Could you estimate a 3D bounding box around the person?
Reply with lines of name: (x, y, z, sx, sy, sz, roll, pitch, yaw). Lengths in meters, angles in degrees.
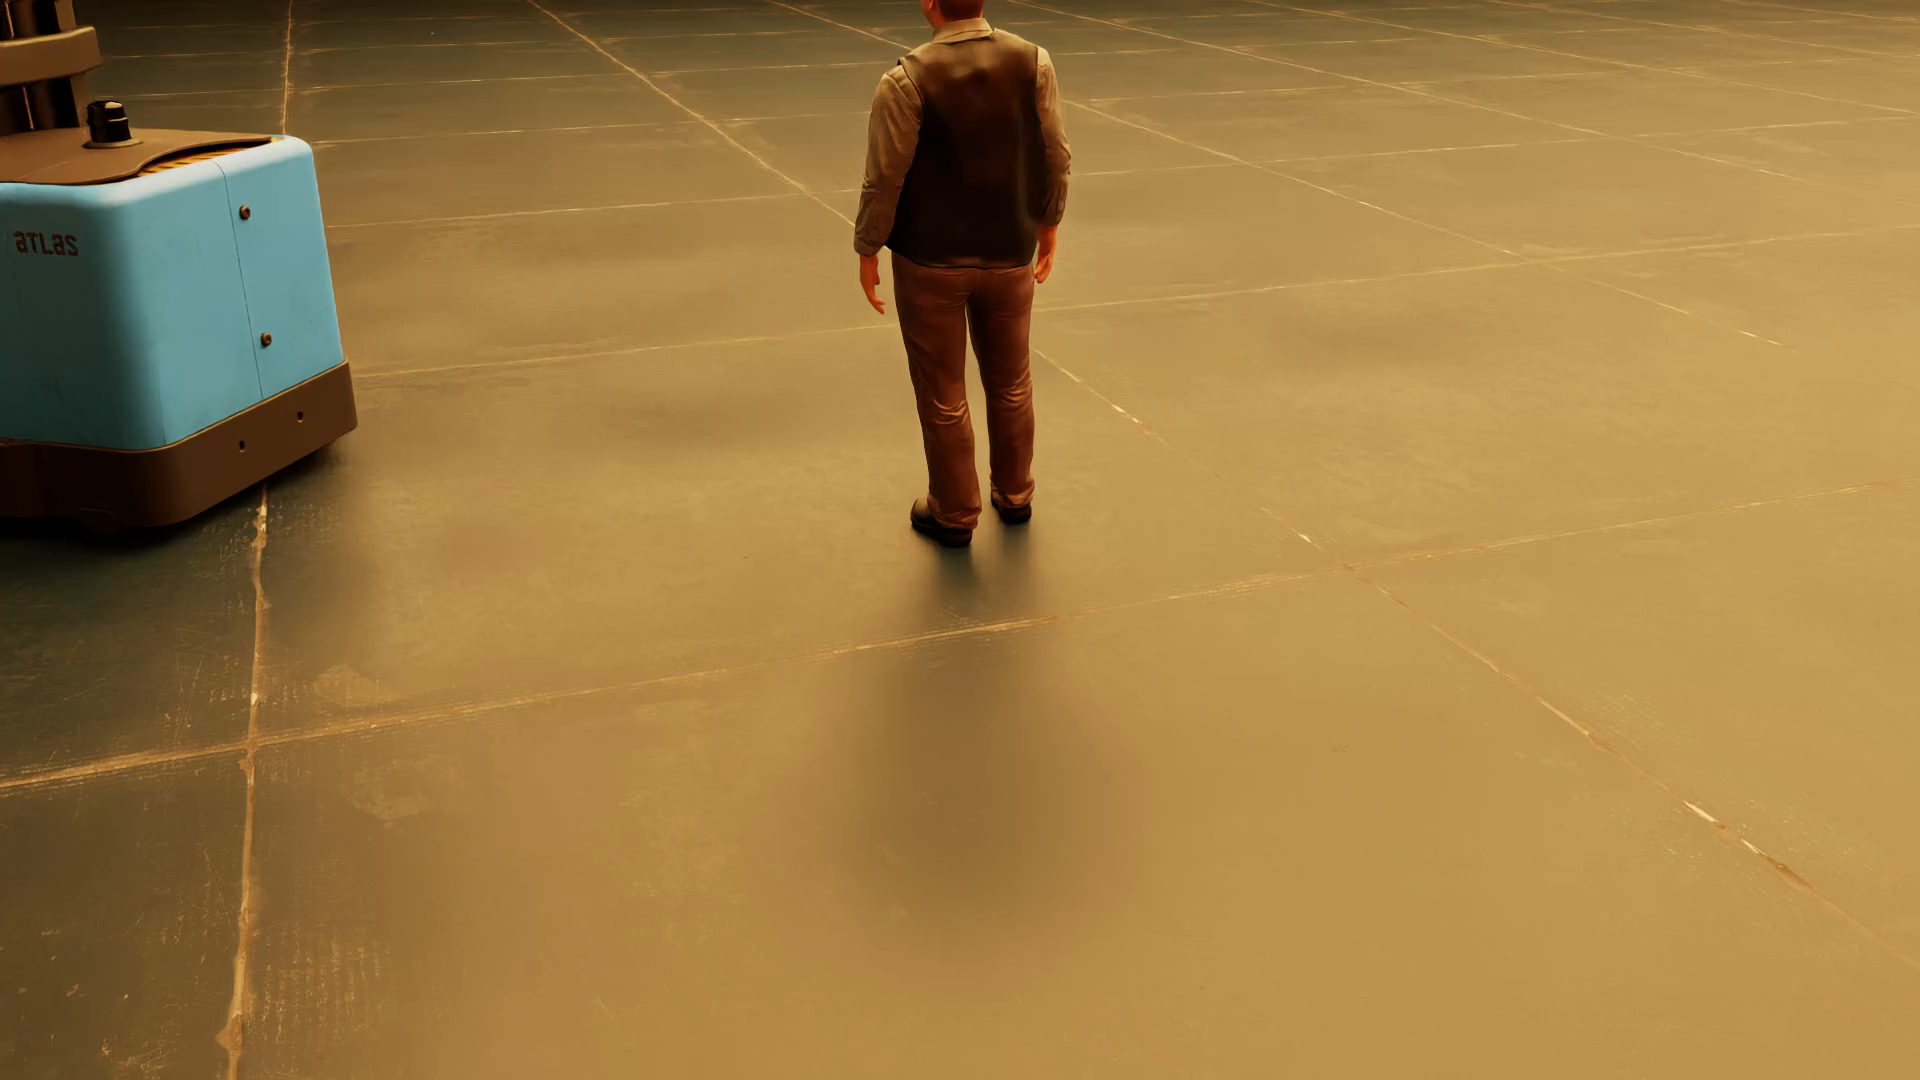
person: (-0.013, -0.824, 4.799, 0.632, 1.720, 0.568, -8, 24, -18)

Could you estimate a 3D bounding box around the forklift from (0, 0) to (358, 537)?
forklift: (-3.691, -1.660, 5.246, 3.031, 2.935, 1.130, 6, 24, 14)
